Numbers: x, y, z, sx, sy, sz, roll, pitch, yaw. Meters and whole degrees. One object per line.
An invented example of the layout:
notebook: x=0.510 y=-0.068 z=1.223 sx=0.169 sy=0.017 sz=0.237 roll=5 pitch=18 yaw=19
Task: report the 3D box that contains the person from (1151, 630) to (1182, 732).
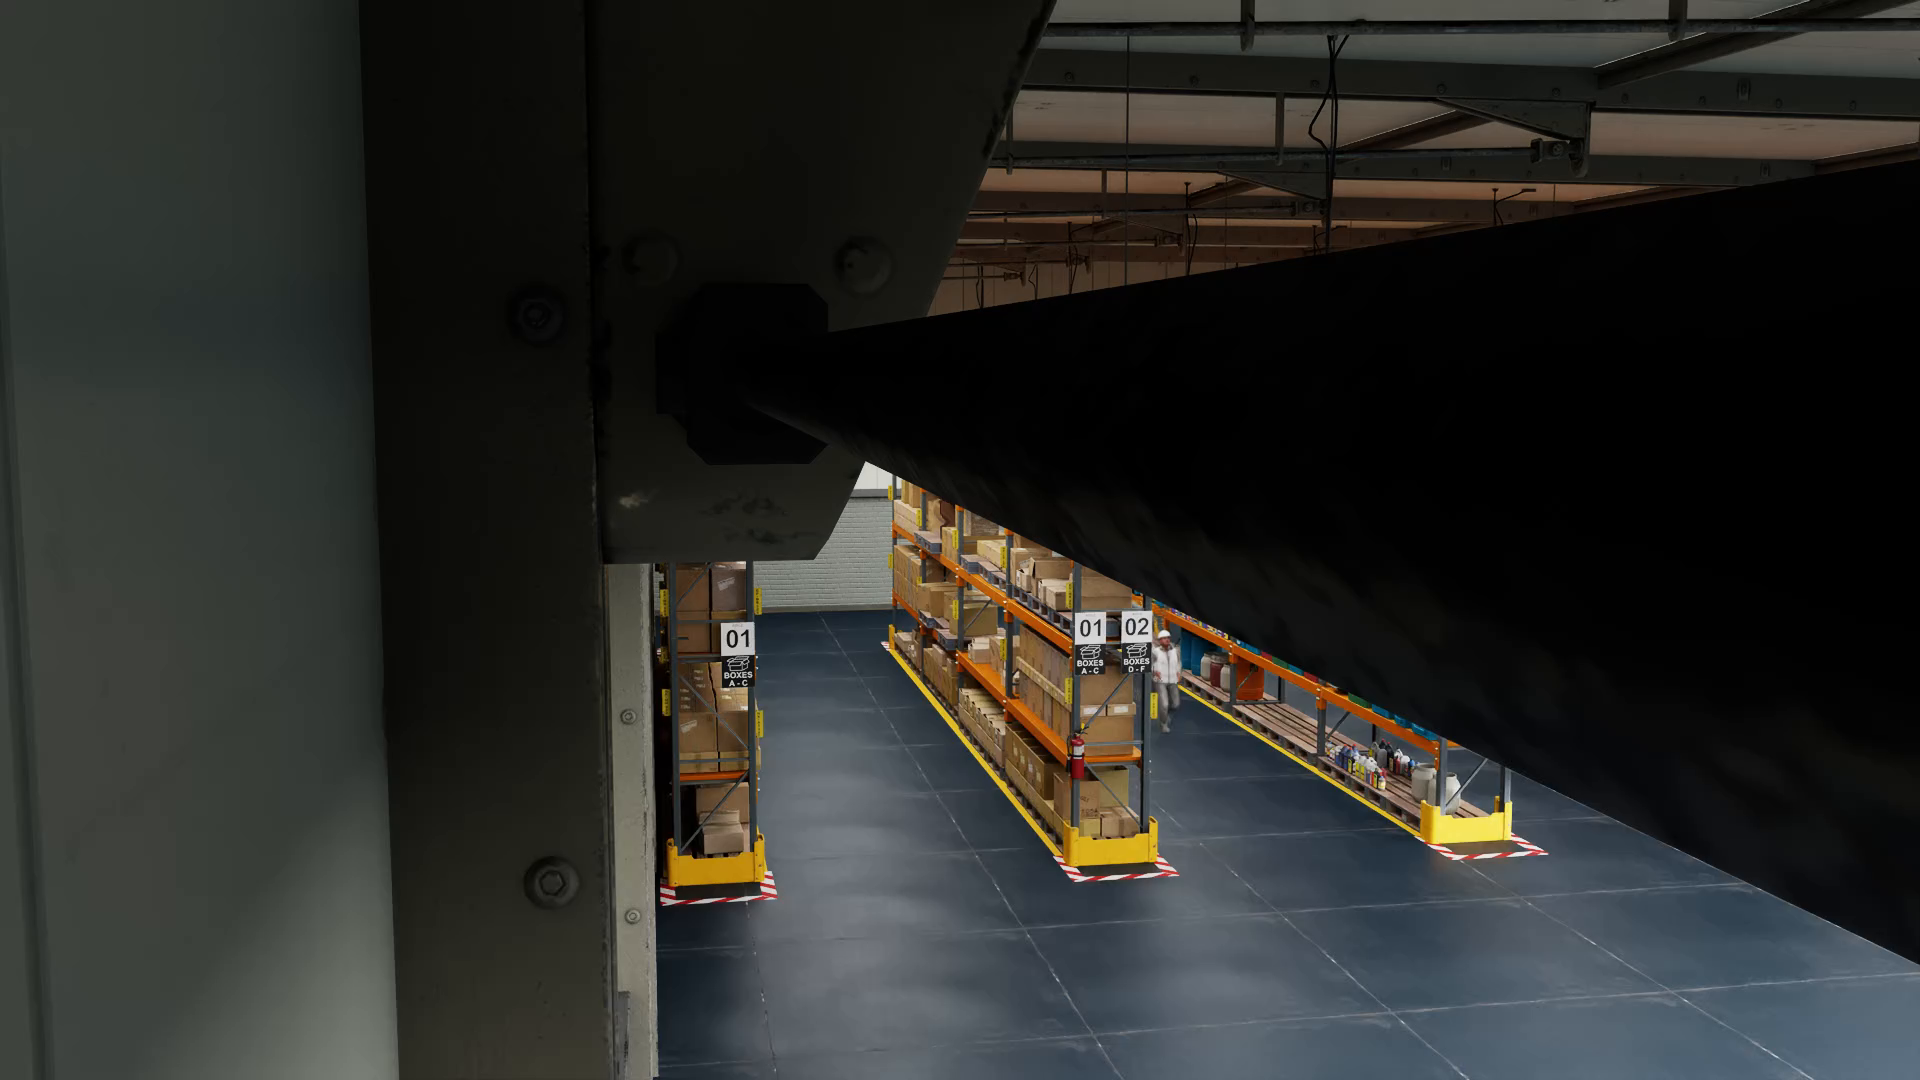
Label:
person: x=3.478 y=2.386 z=28.159 sx=0.656 sy=1.719 sz=0.610 roll=-1 pitch=6 yaw=-13
